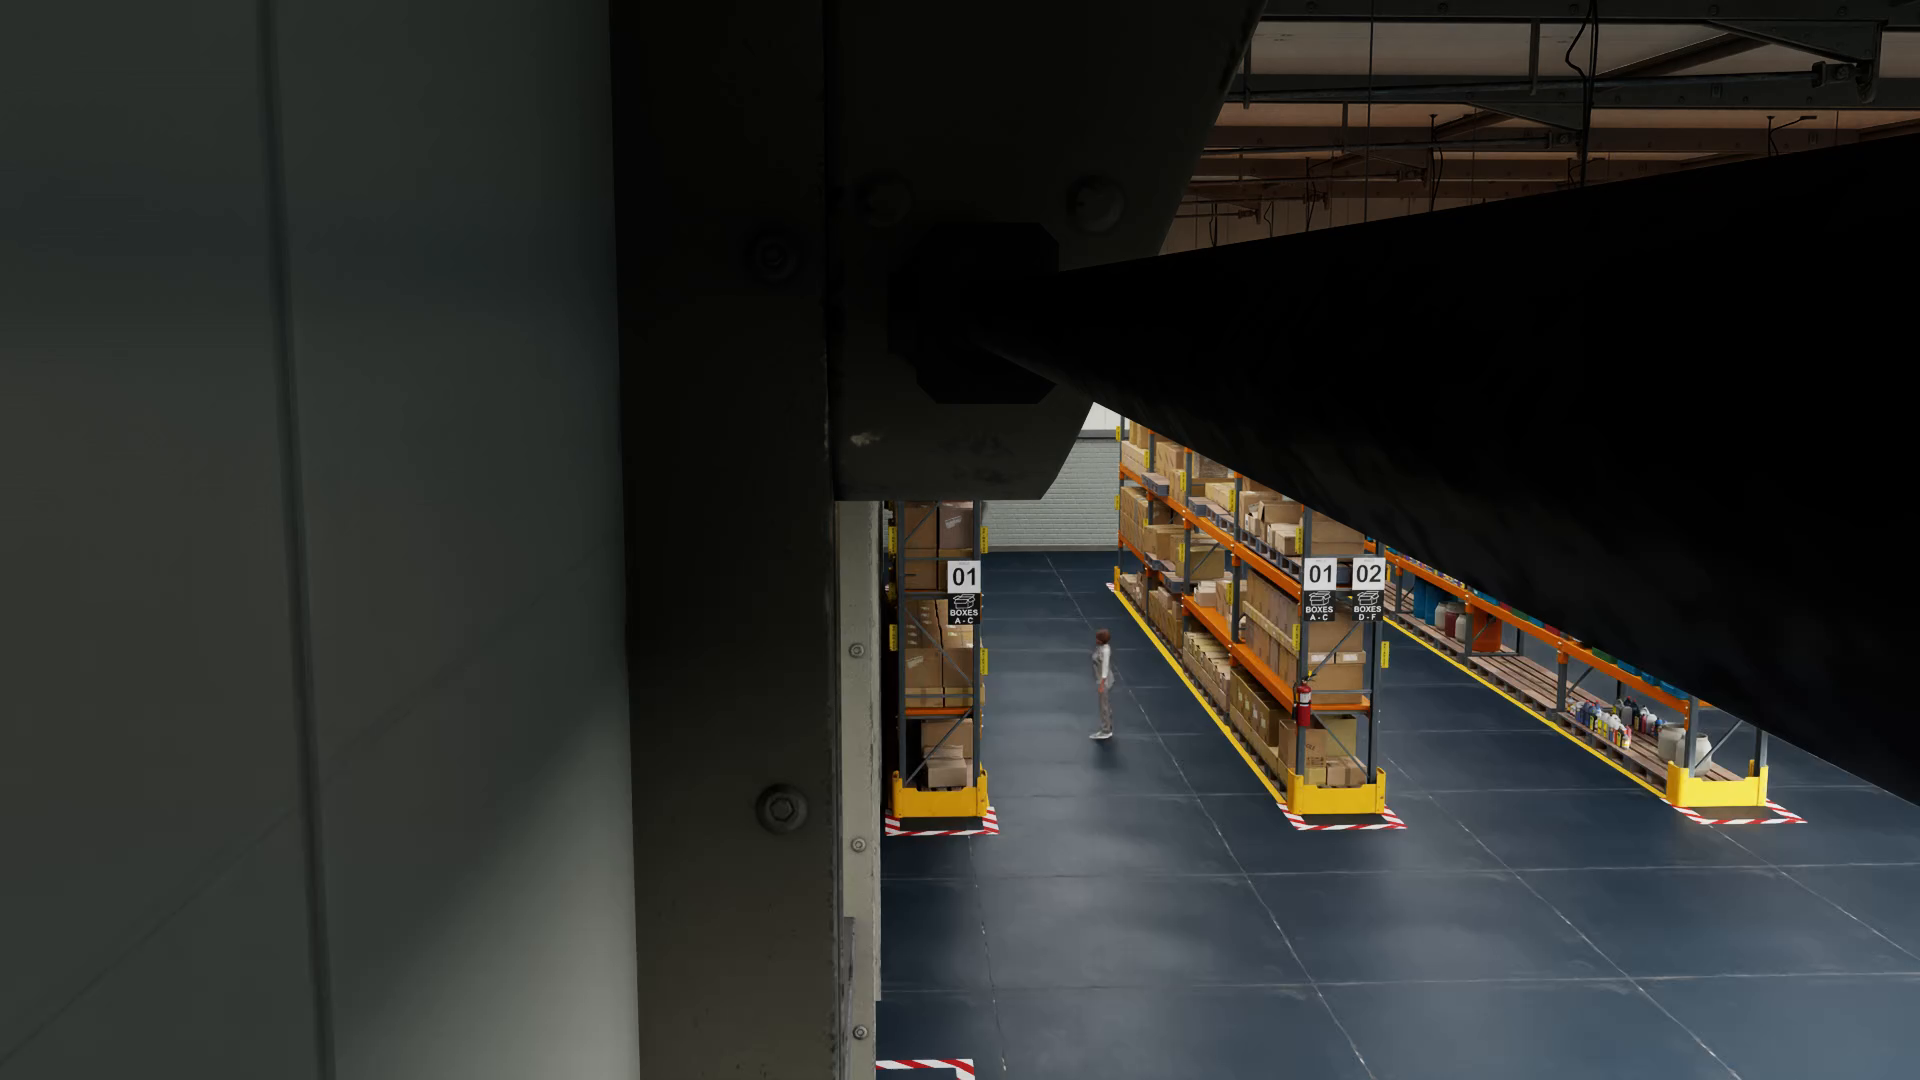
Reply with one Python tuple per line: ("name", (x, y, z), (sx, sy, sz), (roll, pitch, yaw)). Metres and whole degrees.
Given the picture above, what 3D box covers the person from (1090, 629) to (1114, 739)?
("person", (2.054, 2.081, 24.089), (0.356, 1.613, 0.484), (-1, 8, -4))
